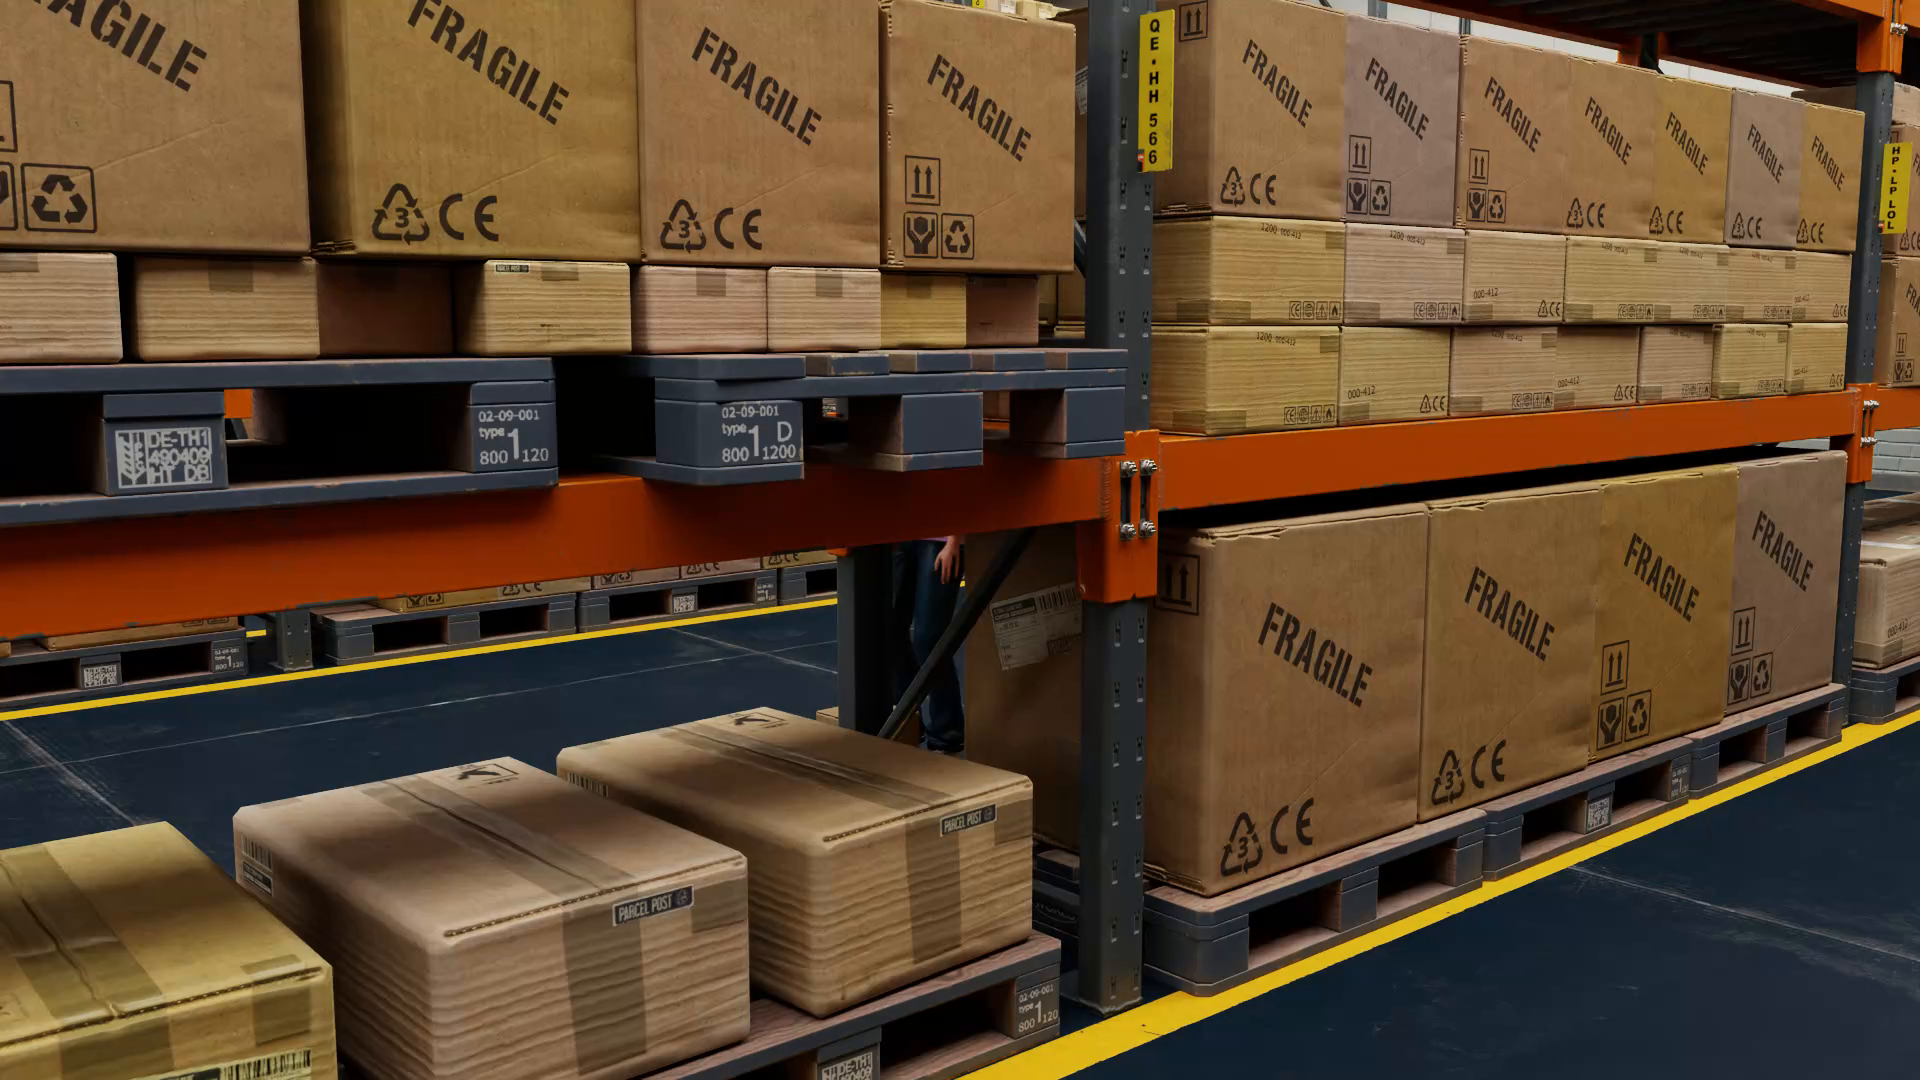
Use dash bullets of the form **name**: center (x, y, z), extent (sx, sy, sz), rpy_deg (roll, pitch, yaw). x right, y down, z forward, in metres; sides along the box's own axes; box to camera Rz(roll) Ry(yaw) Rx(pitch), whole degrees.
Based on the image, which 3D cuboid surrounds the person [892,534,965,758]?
- **person**: center (-0.140, 0.021, 5.720), extent (0.343, 1.581, 0.462), rpy_deg (-7, 10, -43)
